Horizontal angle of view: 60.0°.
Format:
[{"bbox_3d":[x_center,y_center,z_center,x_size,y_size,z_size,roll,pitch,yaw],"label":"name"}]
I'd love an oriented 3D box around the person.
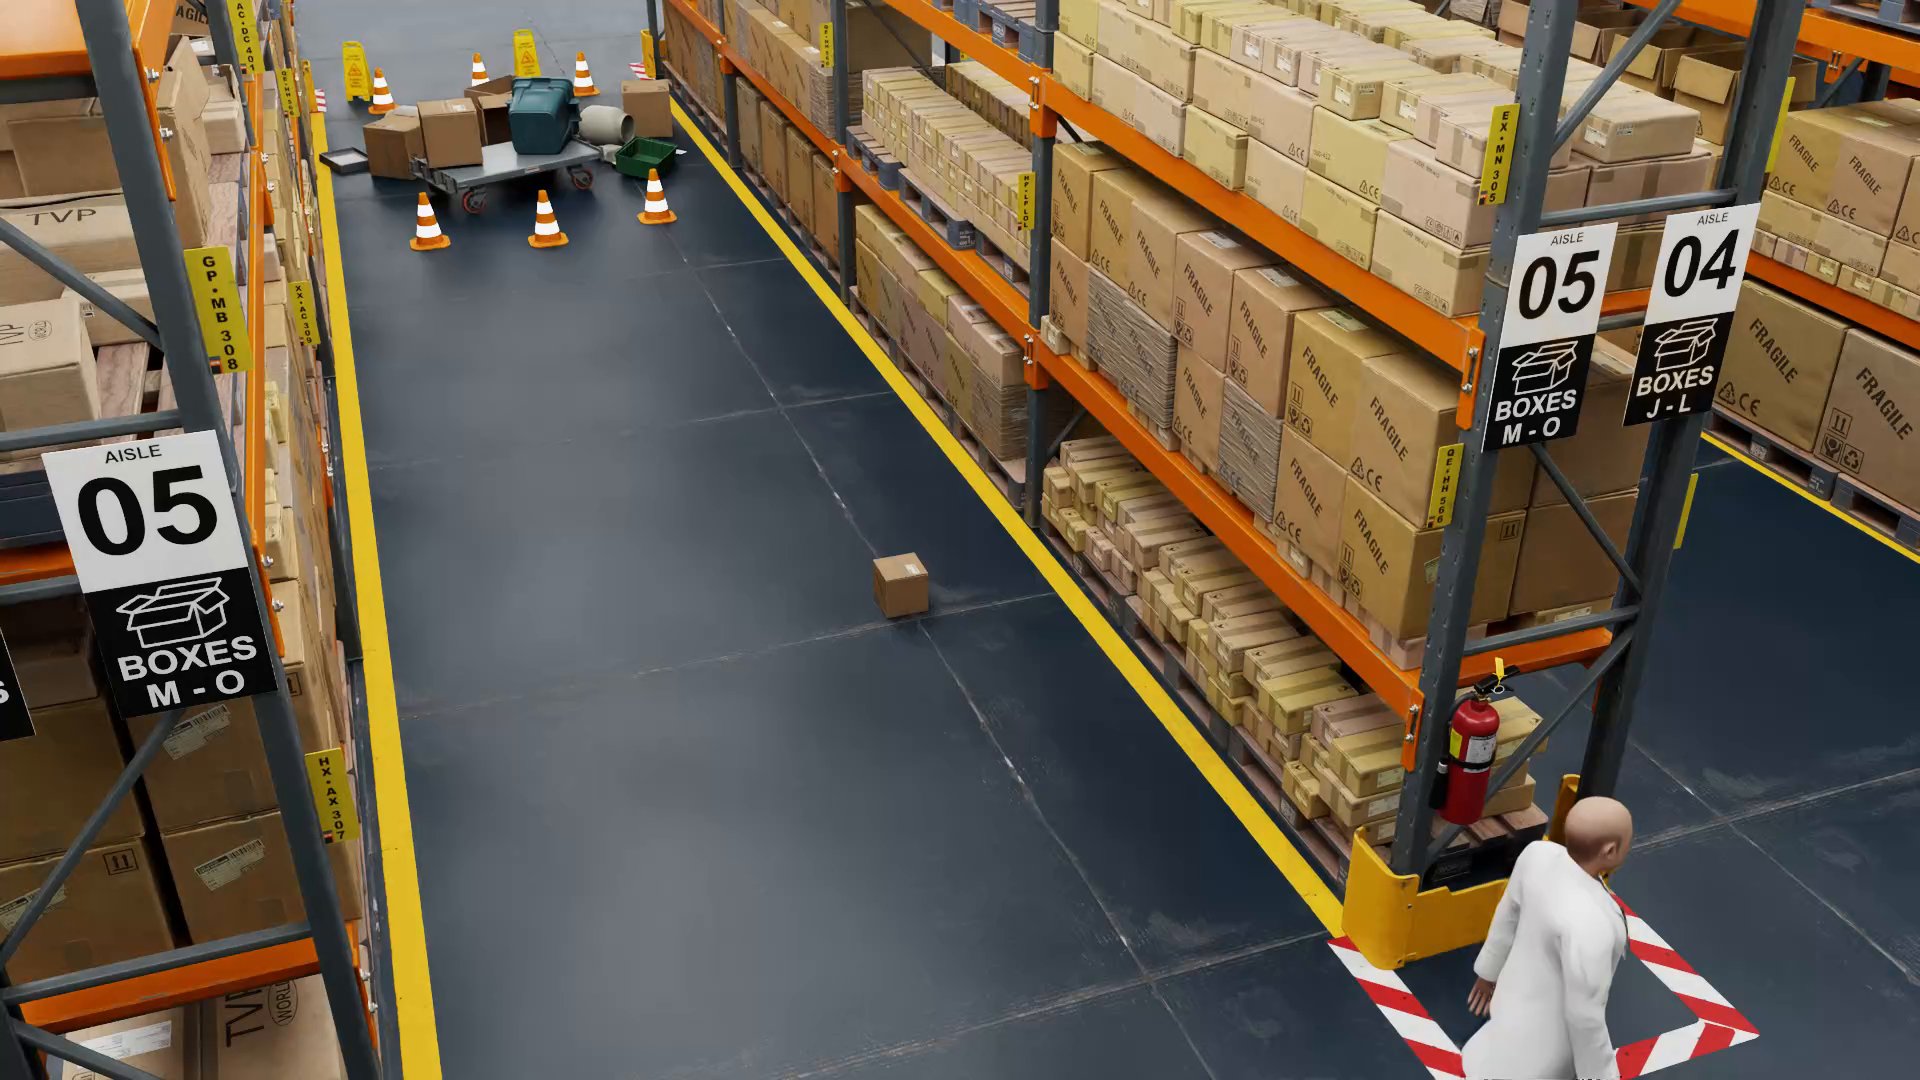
[{"bbox_3d":[2.003,1.622,5.478,1.081,1.709,0.659,6,30,10],"label":"person"}]
